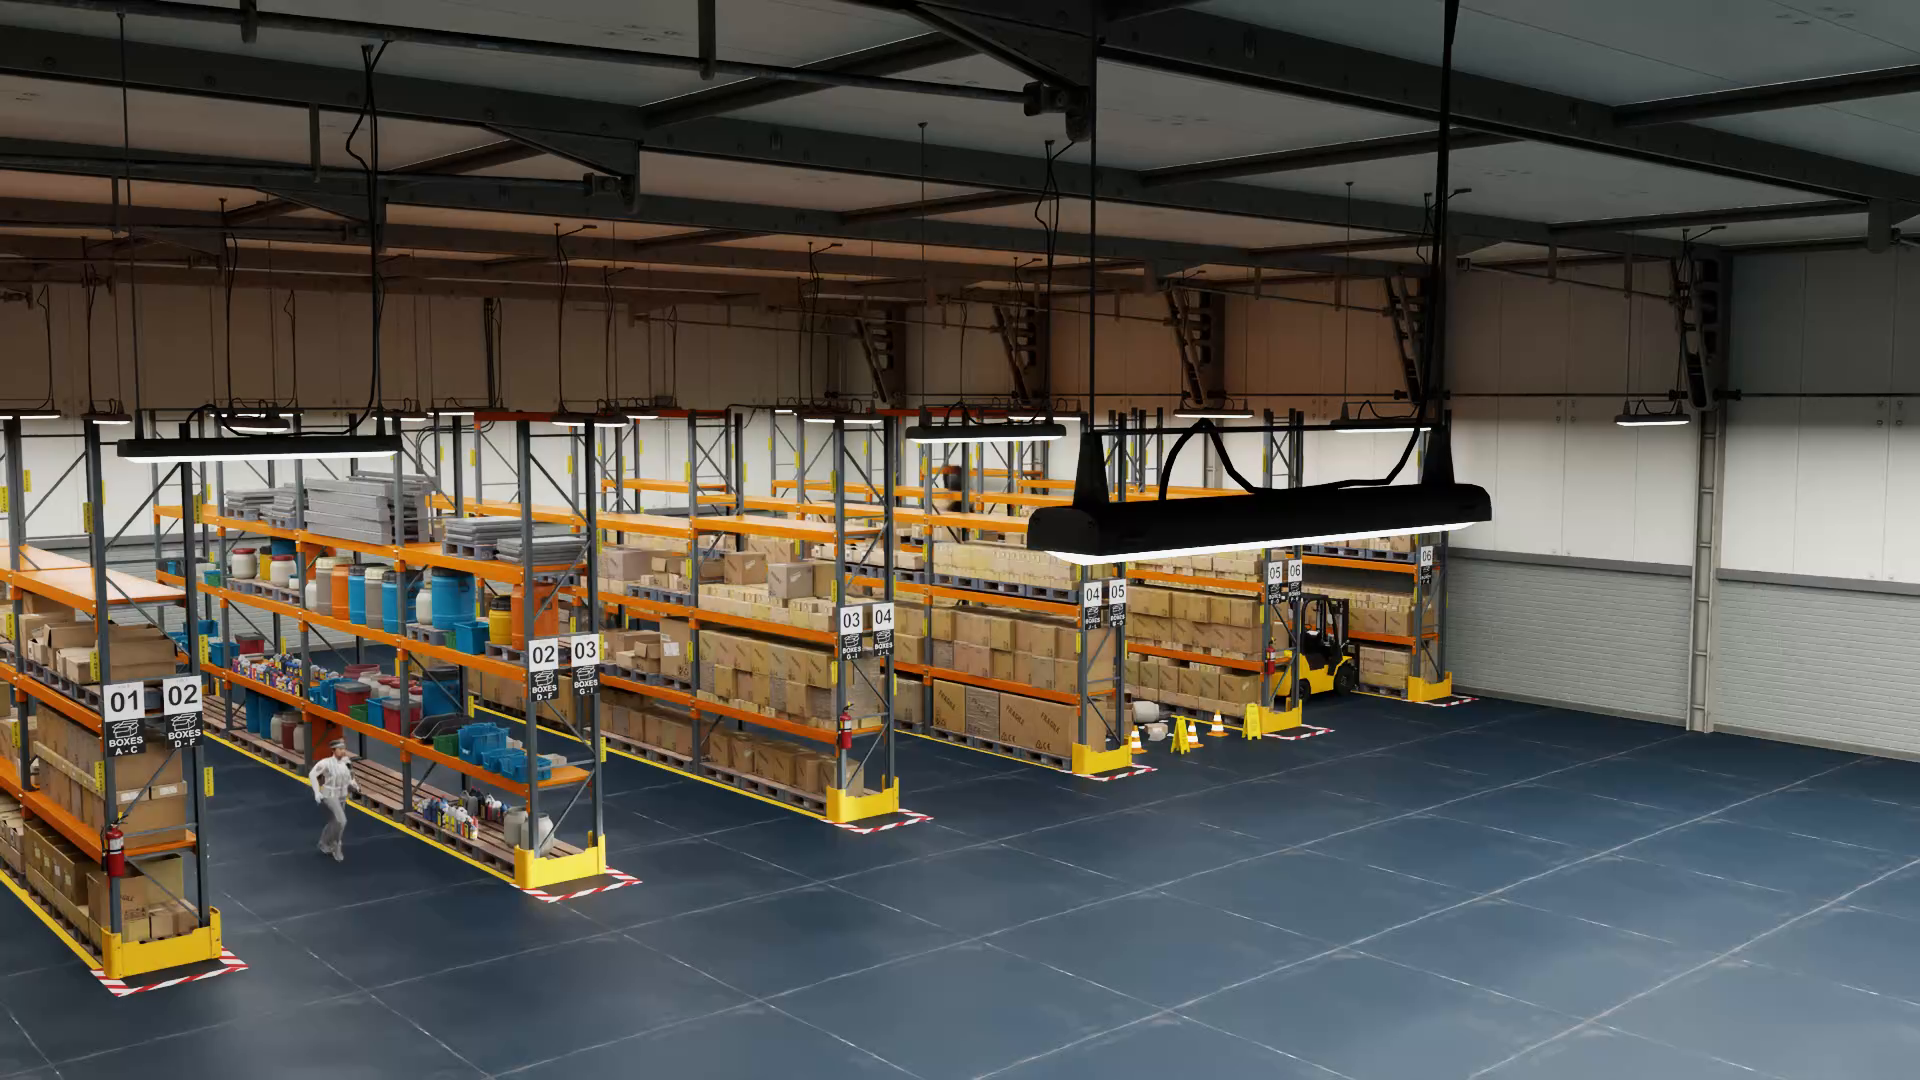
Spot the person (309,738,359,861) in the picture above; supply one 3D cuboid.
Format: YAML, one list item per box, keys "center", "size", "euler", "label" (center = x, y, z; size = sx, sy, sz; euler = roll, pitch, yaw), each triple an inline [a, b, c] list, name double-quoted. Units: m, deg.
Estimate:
- center: [-8.514, 3.524, 22.646]
  size: [0.775, 1.701, 0.559]
  euler: [3, 6, 29]
  label: "person"

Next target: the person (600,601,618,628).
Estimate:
- center: [-8.871, 1.718, 42.422]
  size: [0.695, 1.845, 0.864]
  euler: [1, 5, 7]
  label: "person"
